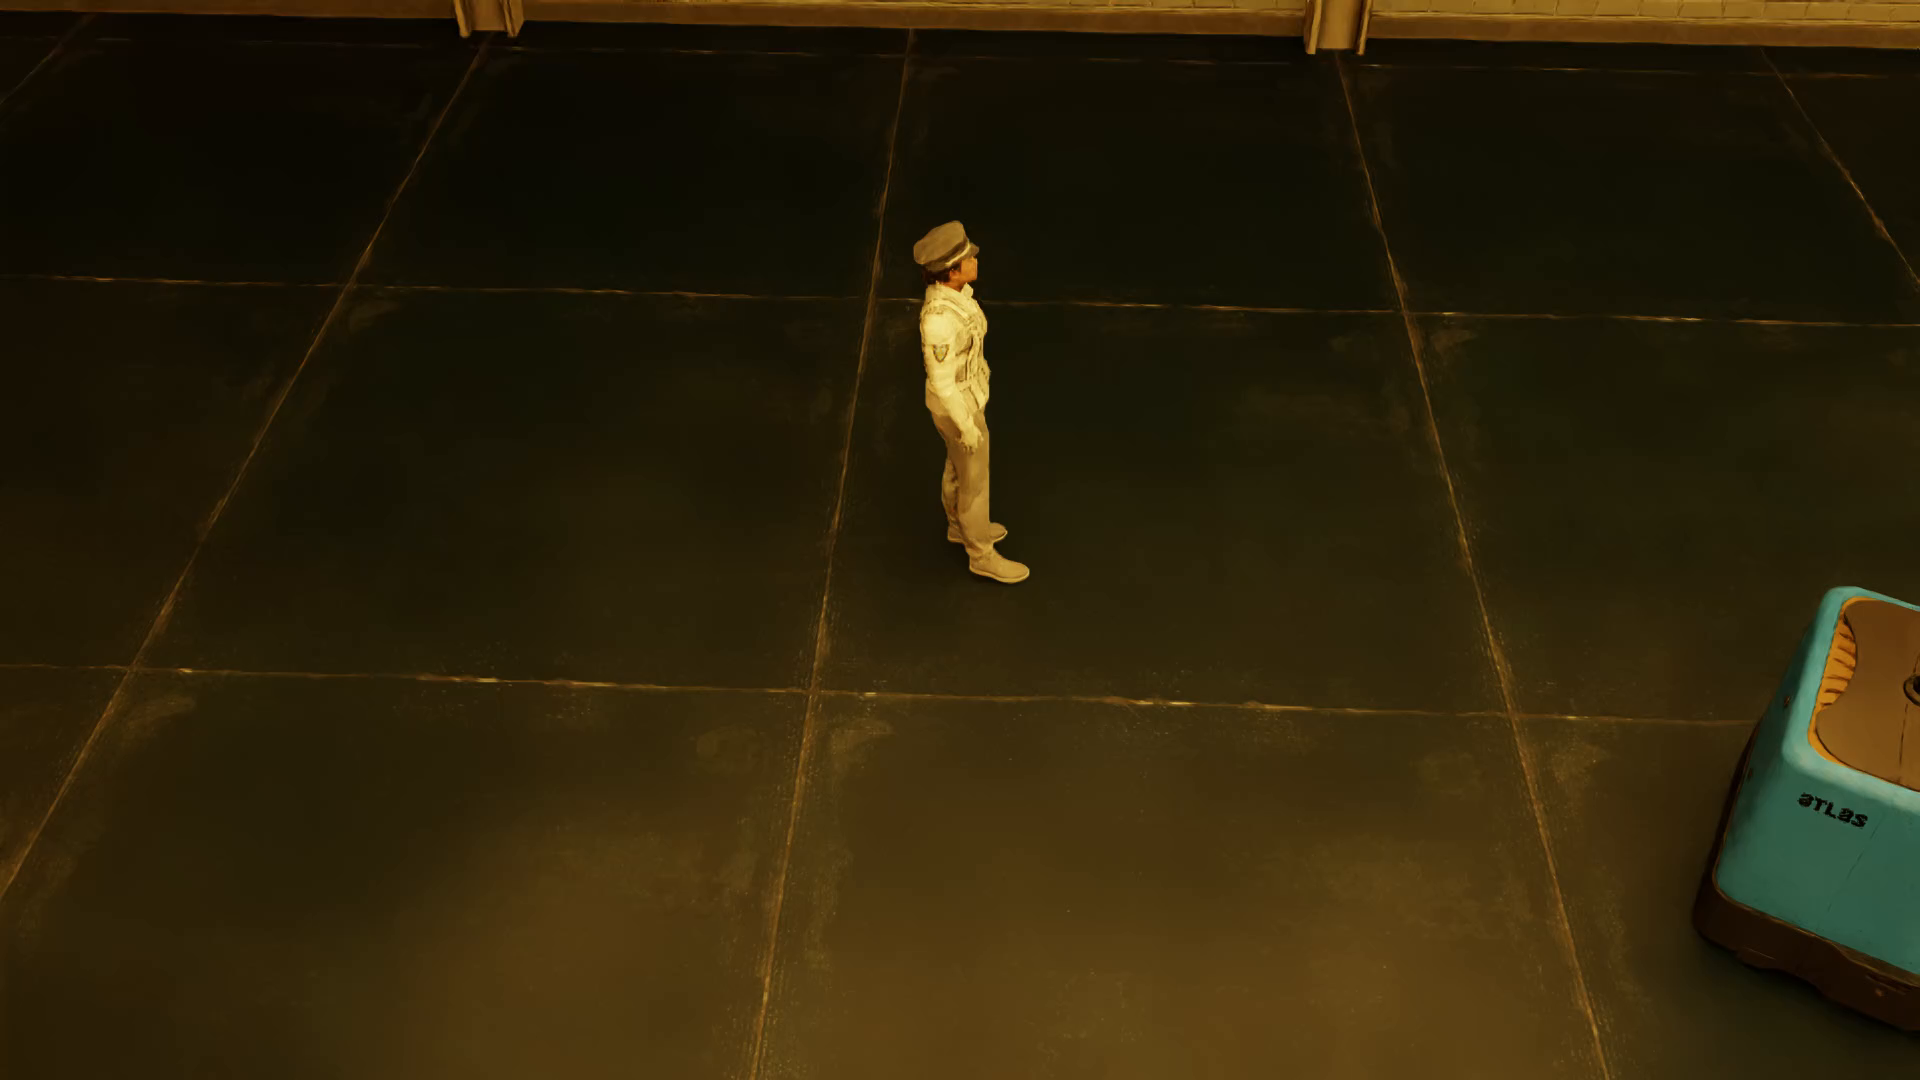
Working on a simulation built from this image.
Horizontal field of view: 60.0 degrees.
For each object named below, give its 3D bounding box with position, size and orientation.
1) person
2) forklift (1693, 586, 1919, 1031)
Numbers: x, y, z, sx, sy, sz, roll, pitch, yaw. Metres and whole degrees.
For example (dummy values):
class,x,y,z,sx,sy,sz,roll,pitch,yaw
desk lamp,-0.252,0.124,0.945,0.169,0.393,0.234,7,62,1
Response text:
class,x,y,z,sx,sy,sz,roll,pitch,yaw
person,0.067,-0.624,7.332,0.532,1.695,0.586,2,42,2
forklift,4.288,0.638,5.043,3.031,2.935,1.130,21,47,22
